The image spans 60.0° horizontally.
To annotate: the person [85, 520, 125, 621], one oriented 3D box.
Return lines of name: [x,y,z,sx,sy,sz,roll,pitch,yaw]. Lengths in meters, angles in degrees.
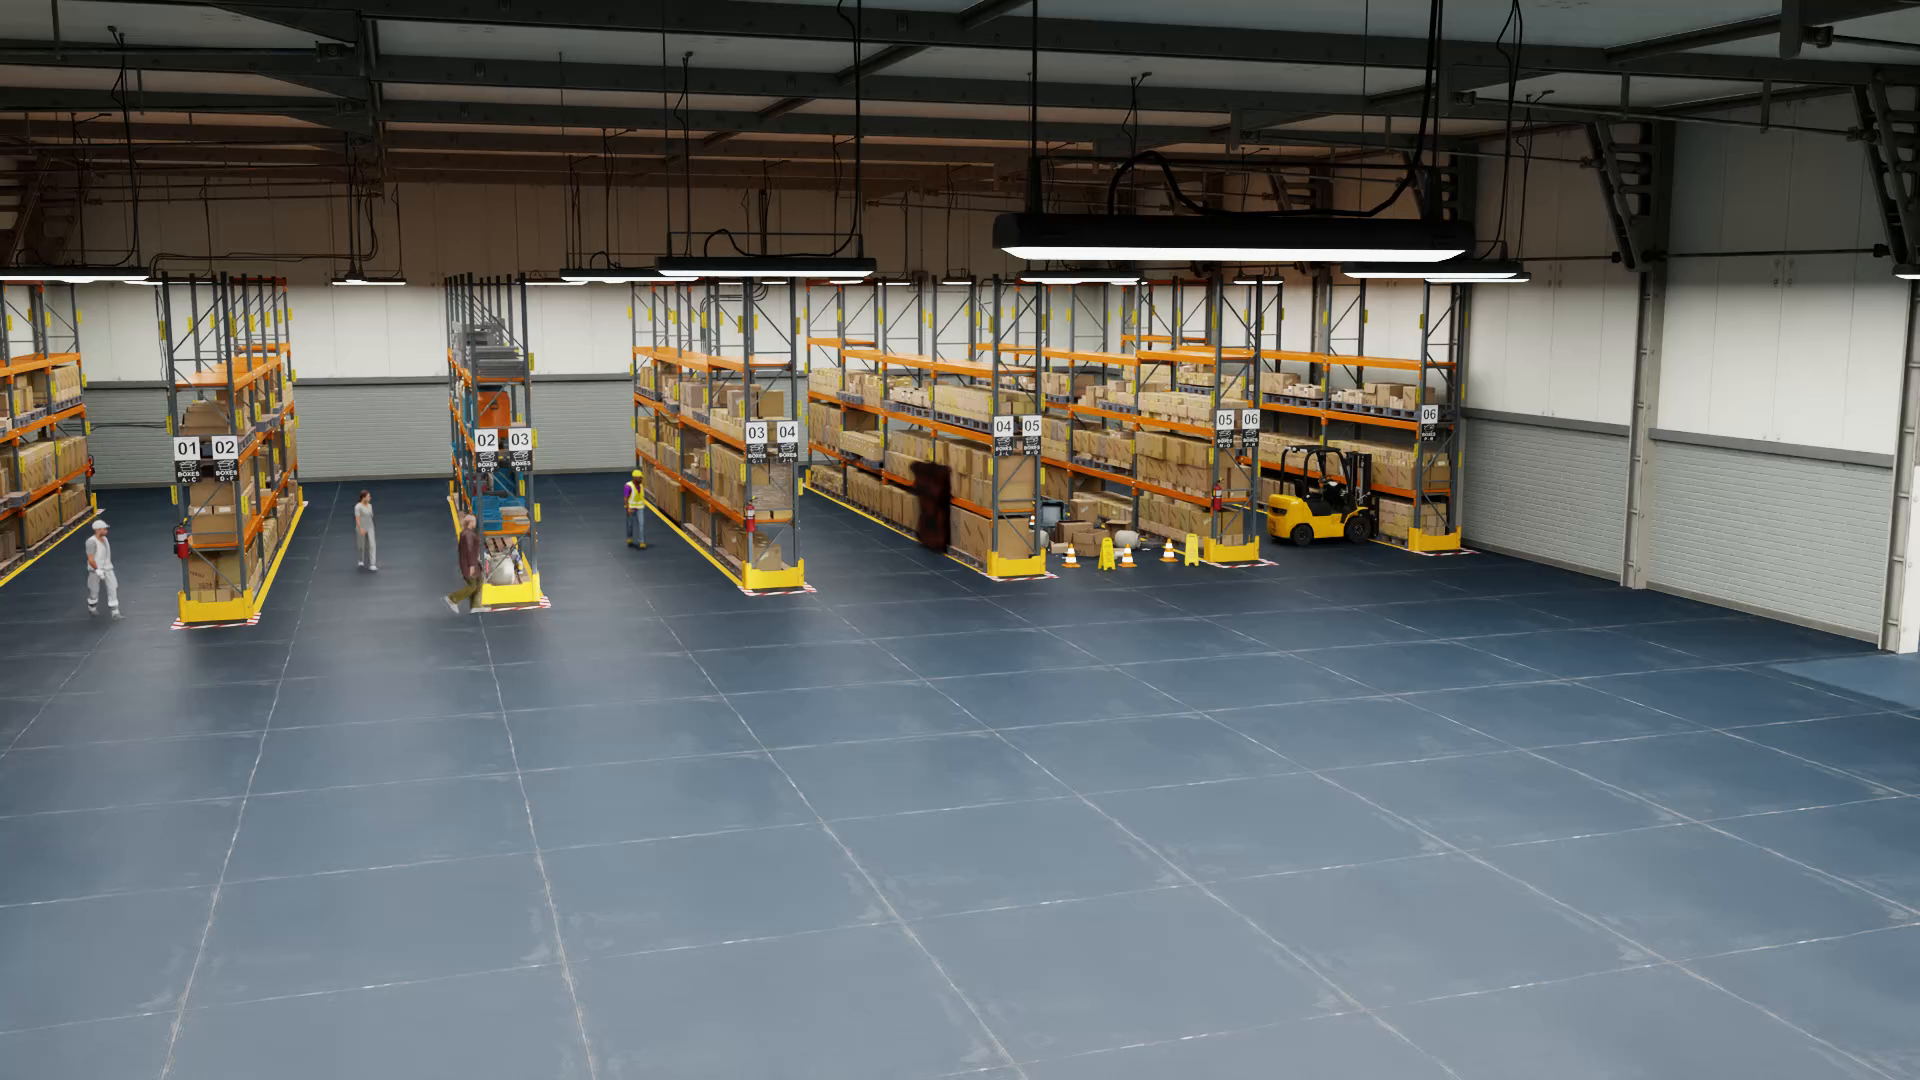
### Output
person: [-14.882,0.527,28.783,0.465,1.739,1.067,-8,12,-43]

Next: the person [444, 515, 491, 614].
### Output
person: [-8.698,0.436,29.287,0.782,1.751,0.626,-2,9,-16]

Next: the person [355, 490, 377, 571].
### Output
person: [-12.174,-0.205,34.020,0.382,1.628,1.006,-4,10,-25]

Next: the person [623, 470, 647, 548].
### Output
person: [-7.255,-0.701,37.008,0.489,1.719,1.054,-3,9,-19]
